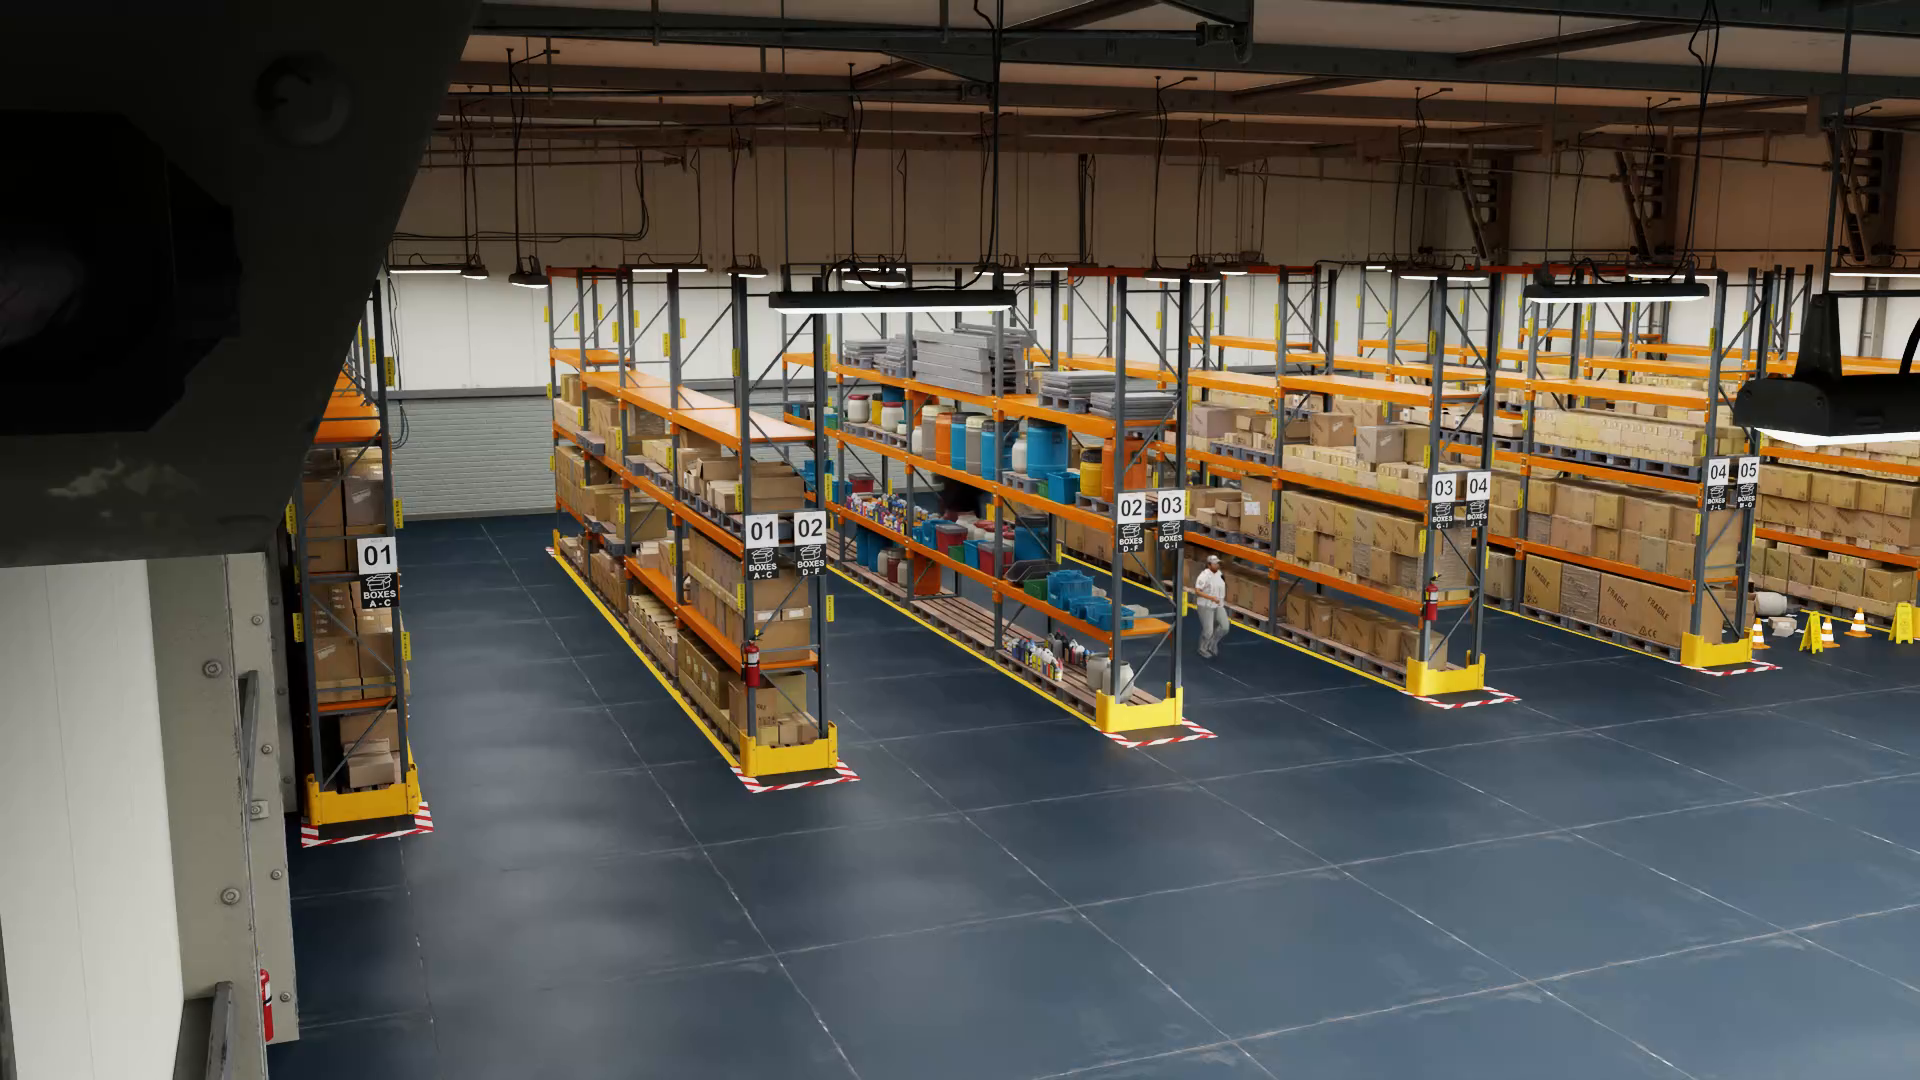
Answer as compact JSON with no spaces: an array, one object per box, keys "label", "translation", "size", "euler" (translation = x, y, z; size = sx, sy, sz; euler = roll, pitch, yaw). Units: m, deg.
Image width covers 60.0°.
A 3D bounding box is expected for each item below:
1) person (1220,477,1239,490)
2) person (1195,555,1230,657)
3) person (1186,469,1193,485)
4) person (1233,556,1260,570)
[{"label":"person","translation":[6.863,-1.819,42.153],"size":[0.581,1.731,0.667],"euler":[-4,11,-20]},{"label":"person","translation":[3.945,1.038,25.960],"size":[0.604,1.629,0.581],"euler":[-6,12,-31]},{"label":"person","translation":[4.728,-0.600,35.049],"size":[0.633,1.811,0.820],"euler":[-5,11,-27]},{"label":"person","translation":[5.617,-0.106,32.395],"size":[0.687,1.782,0.879],"euler":[-5,11,-27]}]
